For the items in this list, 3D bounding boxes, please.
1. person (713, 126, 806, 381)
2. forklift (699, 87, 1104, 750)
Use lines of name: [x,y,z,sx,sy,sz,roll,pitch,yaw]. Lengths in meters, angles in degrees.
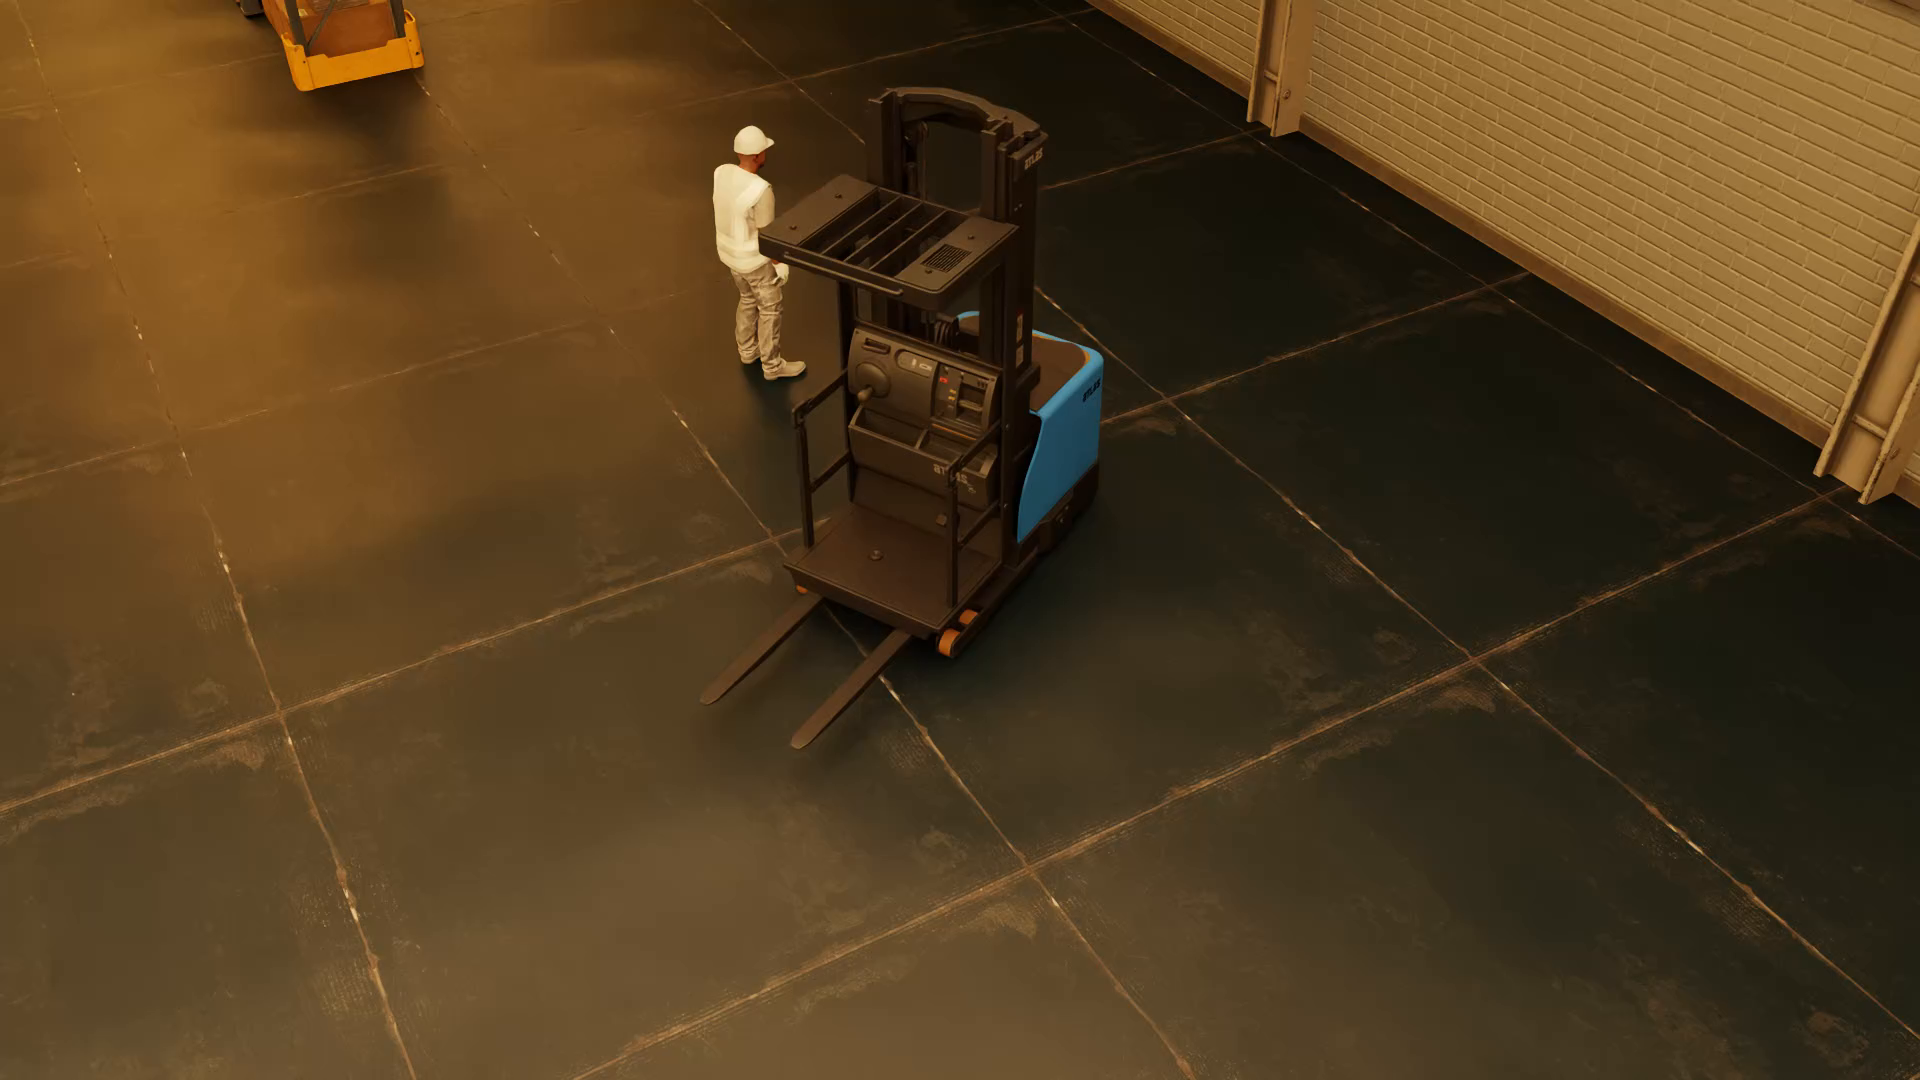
person: [-1.396,-1.947,11.293,0.451,1.773,0.623,-28,47,-30]
forklift: [-0.323,-0.797,8.997,1.130,2.935,3.031,22,44,24]
